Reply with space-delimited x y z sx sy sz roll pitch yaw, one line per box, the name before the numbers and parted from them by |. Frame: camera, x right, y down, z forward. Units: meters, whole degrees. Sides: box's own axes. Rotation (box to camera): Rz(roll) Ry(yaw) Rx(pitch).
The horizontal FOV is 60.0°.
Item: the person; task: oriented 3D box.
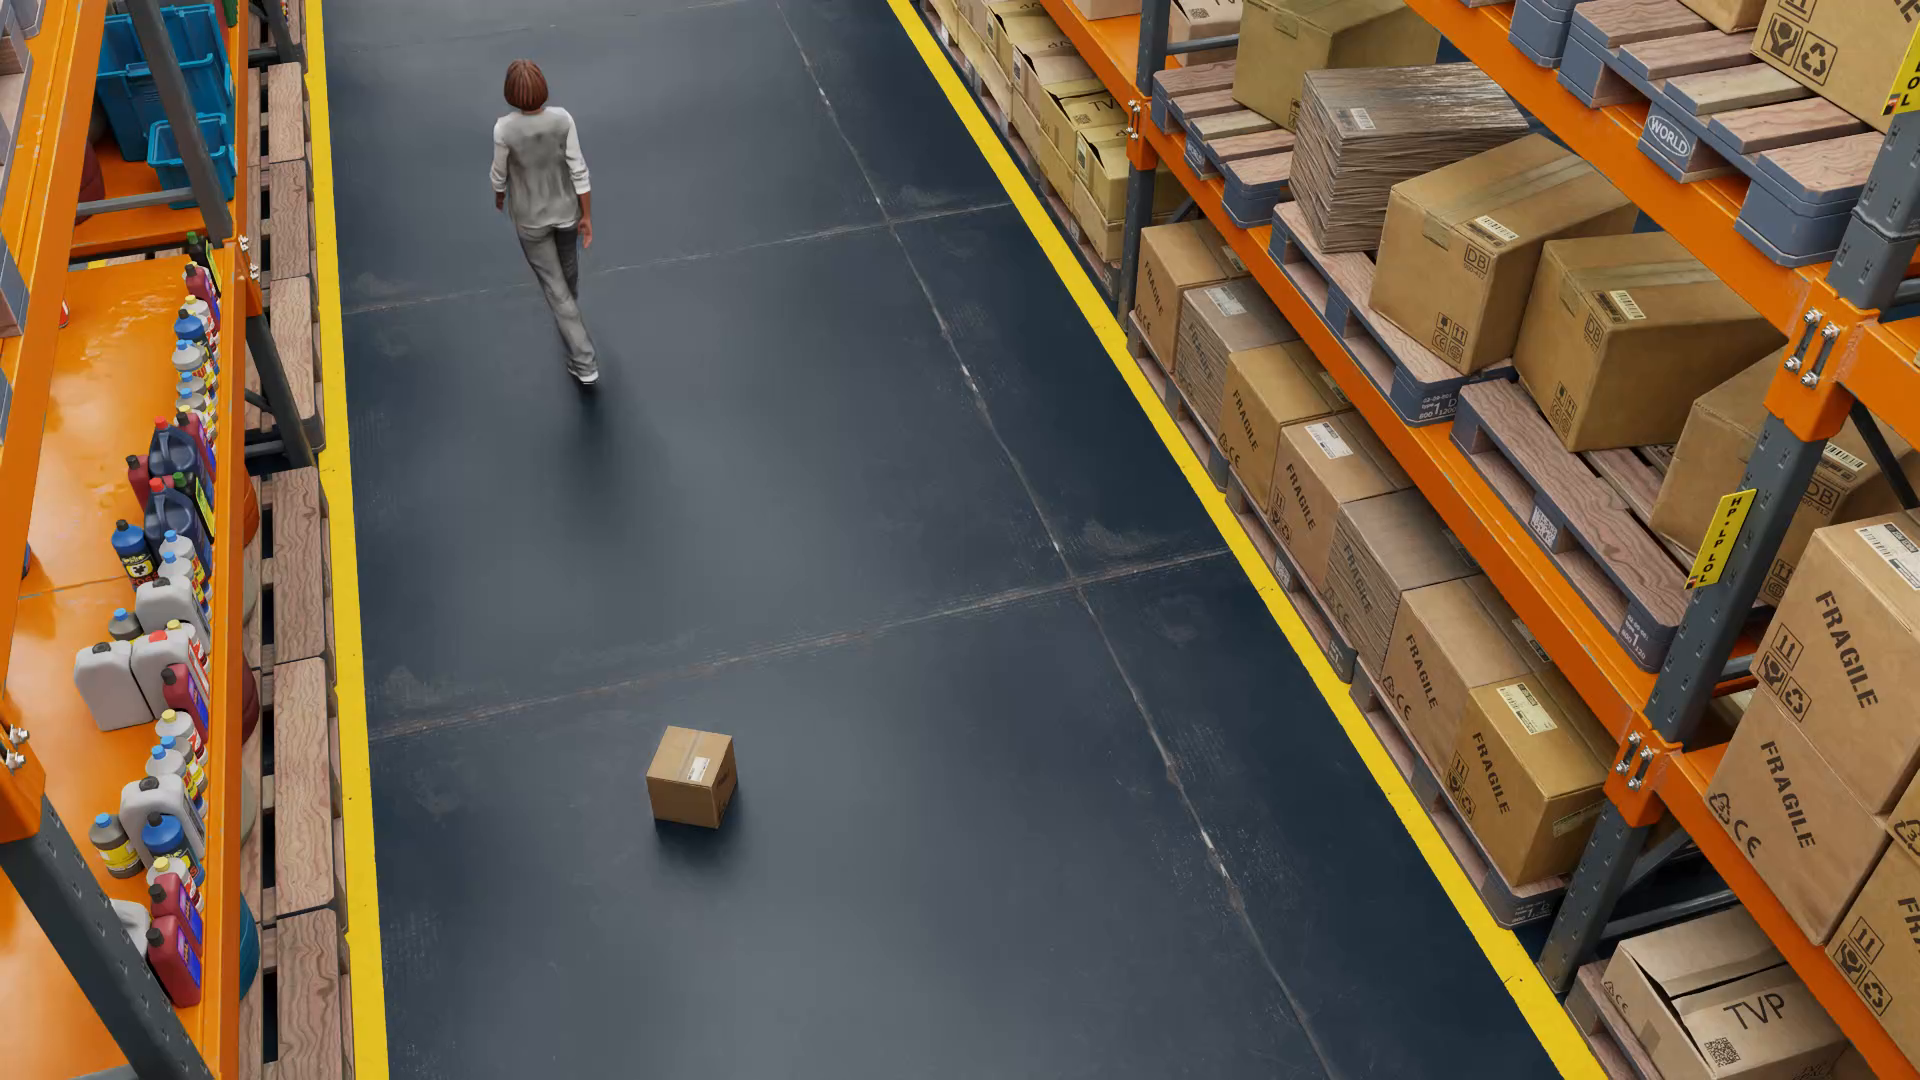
person | -1.971 -1.576 7.856 0.409 1.537 0.949 -22 47 -22
